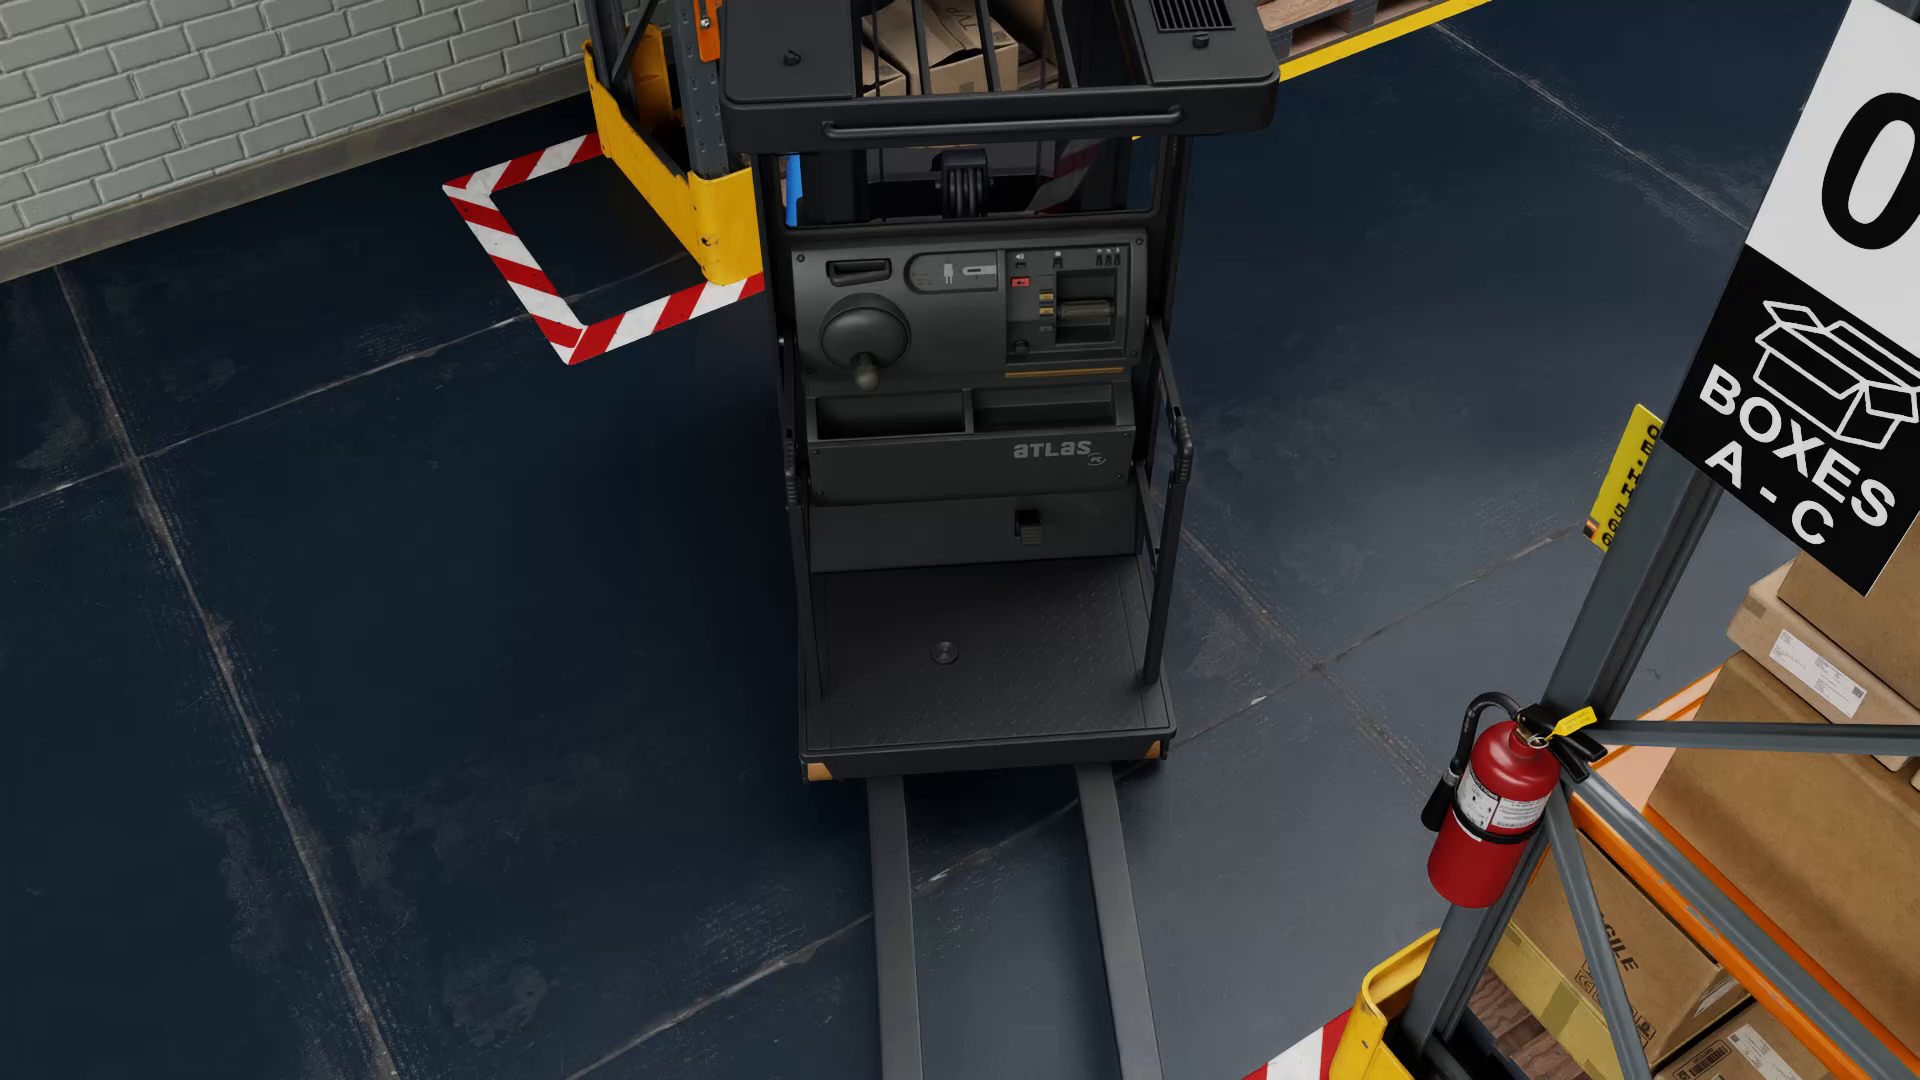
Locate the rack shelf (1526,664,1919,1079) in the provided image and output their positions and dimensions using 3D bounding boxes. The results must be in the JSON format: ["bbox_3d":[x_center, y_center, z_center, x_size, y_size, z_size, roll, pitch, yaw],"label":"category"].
[{"bbox_3d":[3.134,0.164,4.077,4.000,0.370,1.077,-25,53,-21],"label":"rack shelf"}]

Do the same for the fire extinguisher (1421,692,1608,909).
[{"bbox_3d":[1.095,0.501,3.347,0.183,0.674,0.296,-25,53,-21],"label":"fire extinguisher"}]

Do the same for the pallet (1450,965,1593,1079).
[{"bbox_3d":[2.067,1.318,4.435,1.213,0.211,1.003,-25,53,-21],"label":"pallet"}]

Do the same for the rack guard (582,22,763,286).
[{"bbox_3d":[-1.139,-1.604,6.844,0.348,0.500,1.175,-25,53,-21],"label":"rack guard"}]

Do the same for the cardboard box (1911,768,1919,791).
[{"bbox_3d":[1.889,0.453,2.837,0.250,0.149,0.380,-26,53,-21],"label":"cardboard box"}]

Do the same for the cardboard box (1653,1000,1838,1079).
[{"bbox_3d":[2.015,1.424,4.034,0.500,0.250,0.500,-25,53,-21],"label":"cardboard box"}]

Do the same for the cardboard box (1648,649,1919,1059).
[{"bbox_3d":[1.844,0.511,3.220,0.500,0.500,0.700,-25,53,-21],"label":"cardboard box"}]

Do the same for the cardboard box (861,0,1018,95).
[{"bbox_3d":[-0.088,-2.103,7.120,0.500,0.311,0.500,-21,52,-18],"label":"cardboard box"}]

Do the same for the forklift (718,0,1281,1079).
[{"bbox_3d":[0.049,-0.507,4.239,1.130,2.935,3.031,-3,48,-3],"label":"forklift"}]

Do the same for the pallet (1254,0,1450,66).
[{"bbox_3d":[1.630,-2.782,8.086,1.213,0.211,1.003,-25,53,-21],"label":"pallet"}]

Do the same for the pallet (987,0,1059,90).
[{"bbox_3d":[0.597,-2.293,7.650,1.213,0.211,1.003,-25,53,-21],"label":"pallet"}]

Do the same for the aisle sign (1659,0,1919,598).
[{"bbox_3d":[1.230,-0.302,2.269,0.004,0.787,0.394,-25,53,-21],"label":"aisle sign"}]

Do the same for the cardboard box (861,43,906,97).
[{"bbox_3d":[-0.571,-1.876,6.918,0.500,0.311,0.500,-31,55,-25],"label":"cardboard box"}]

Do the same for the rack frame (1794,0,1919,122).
[{"bbox_3d":[1.443,-1.273,0.858,0.127,3.000,1.000,-25,53,-21],"label":"rack frame"}]

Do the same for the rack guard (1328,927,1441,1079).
[{"bbox_3d":[1.422,1.563,4.023,0.348,0.500,1.175,-25,53,-21],"label":"rack guard"}]

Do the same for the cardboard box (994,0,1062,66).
[{"bbox_3d":[0.559,-2.427,7.282,0.500,0.500,0.700,-28,54,-23],"label":"cardboard box"}]

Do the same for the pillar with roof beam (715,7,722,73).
[{"bbox_3d":[1.224,-2.507,1.957,0.400,9.000,9.100,-25,53,-21],"label":"pillar with roof beam"}]

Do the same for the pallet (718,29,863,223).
[{"bbox_3d":[-0.433,-1.810,7.220,1.213,0.211,1.003,-25,53,-21],"label":"pallet"}]

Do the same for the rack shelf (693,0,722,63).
[{"bbox_3d":[0.488,-2.963,6.862,4.000,0.370,1.077,-25,53,-21],"label":"rack shelf"}]

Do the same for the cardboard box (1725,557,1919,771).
[{"bbox_3d":[1.664,0.200,3.062,0.250,0.149,0.380,-26,53,-21],"label":"cardboard box"}]

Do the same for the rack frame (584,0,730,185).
[{"bbox_3d":[-1.204,-2.405,5.883,0.127,3.000,1.000,-25,53,-21],"label":"rack frame"}]

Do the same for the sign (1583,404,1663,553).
[{"bbox_3d":[1.165,-0.090,2.888,0.005,0.325,0.100,-25,53,-21],"label":"sign"}]

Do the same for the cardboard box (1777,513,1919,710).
[{"bbox_3d":[1.889,0.058,2.754,0.500,0.500,0.700,-25,53,-21],"label":"cardboard box"}]

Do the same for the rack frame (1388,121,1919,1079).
[{"bbox_3d":[1.443,0.722,3.098,0.127,3.000,1.000,-25,53,-21],"label":"rack frame"}]

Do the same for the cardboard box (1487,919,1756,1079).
[{"bbox_3d":[1.739,1.096,4.325,0.500,0.250,0.500,-25,53,-21],"label":"cardboard box"}]

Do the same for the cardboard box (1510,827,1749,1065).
[{"bbox_3d":[1.737,0.846,4.046,0.500,0.500,0.500,-25,53,-21],"label":"cardboard box"}]
